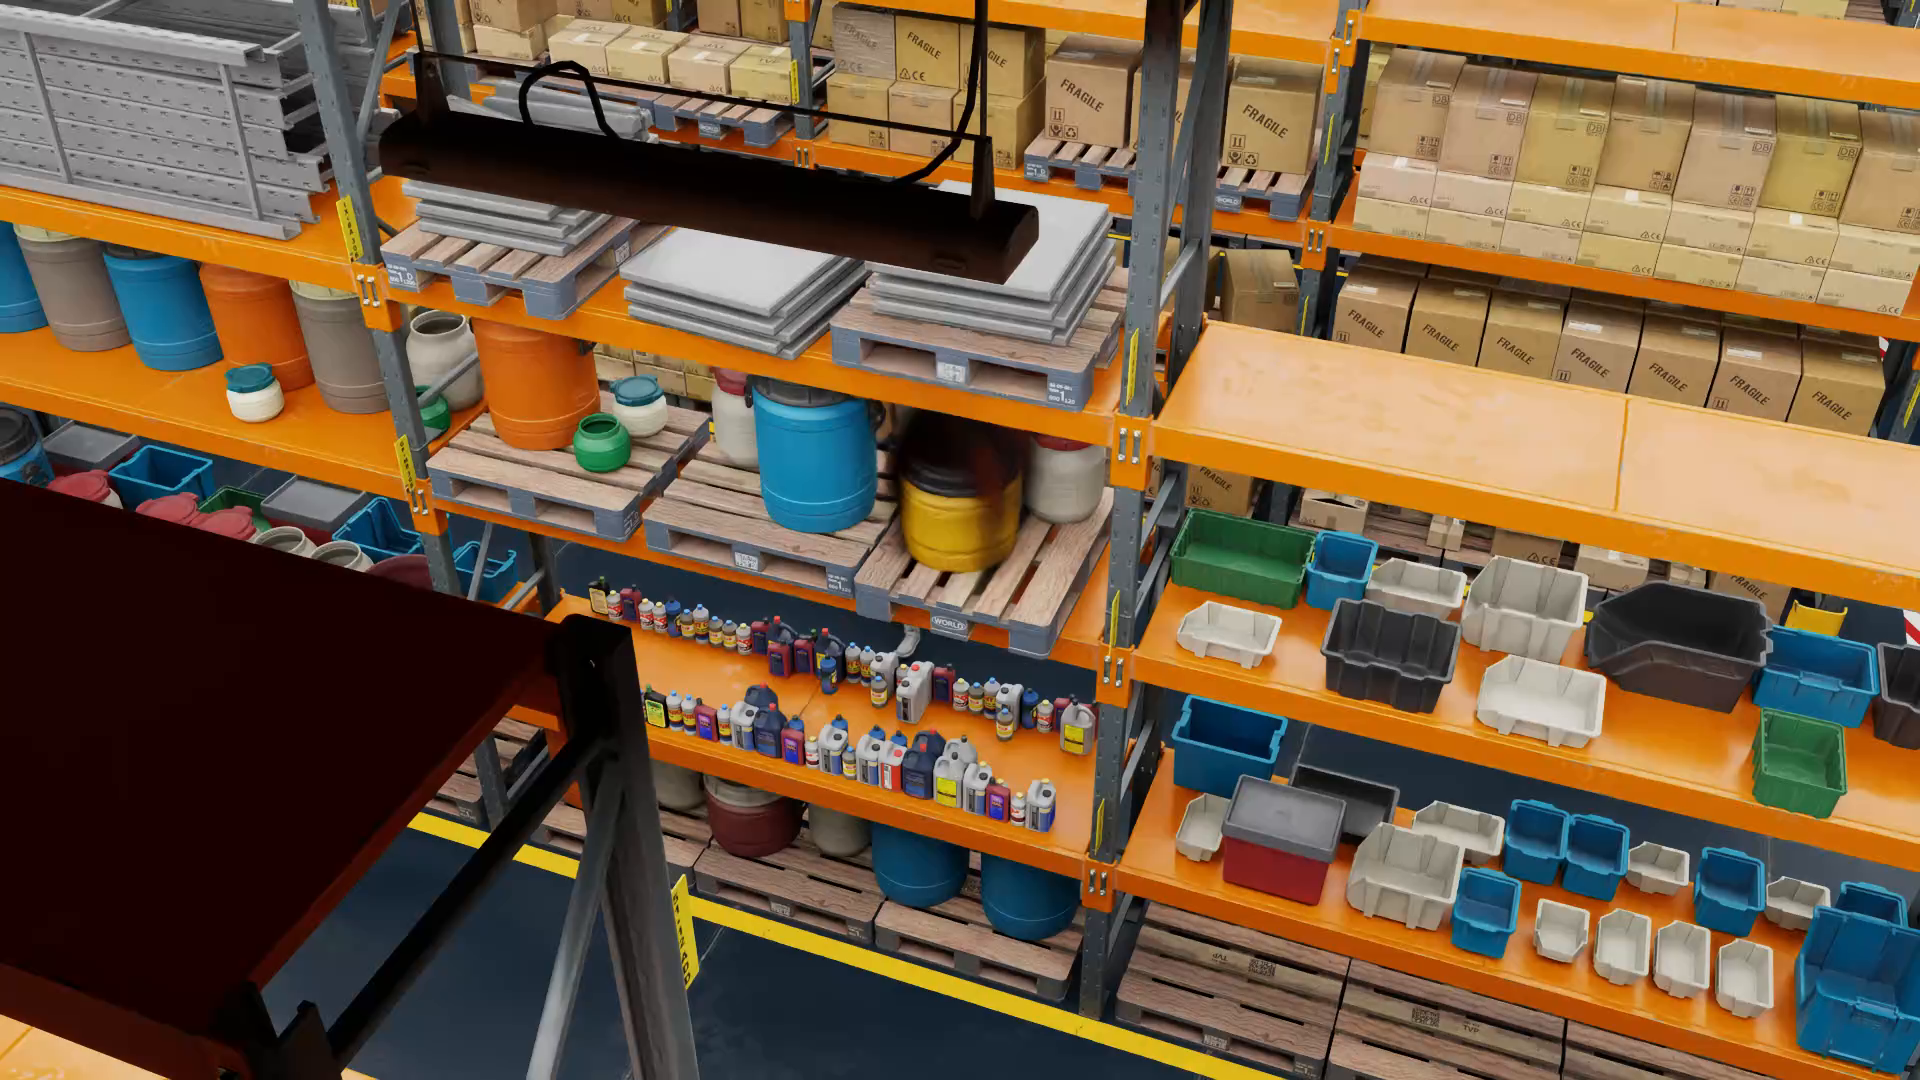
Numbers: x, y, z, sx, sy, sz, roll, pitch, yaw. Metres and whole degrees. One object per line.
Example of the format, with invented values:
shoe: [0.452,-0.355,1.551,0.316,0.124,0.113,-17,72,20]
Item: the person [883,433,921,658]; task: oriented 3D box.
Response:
person: [-0.443,-0.004,11.914,0.536,1.692,0.532,25,43,30]
